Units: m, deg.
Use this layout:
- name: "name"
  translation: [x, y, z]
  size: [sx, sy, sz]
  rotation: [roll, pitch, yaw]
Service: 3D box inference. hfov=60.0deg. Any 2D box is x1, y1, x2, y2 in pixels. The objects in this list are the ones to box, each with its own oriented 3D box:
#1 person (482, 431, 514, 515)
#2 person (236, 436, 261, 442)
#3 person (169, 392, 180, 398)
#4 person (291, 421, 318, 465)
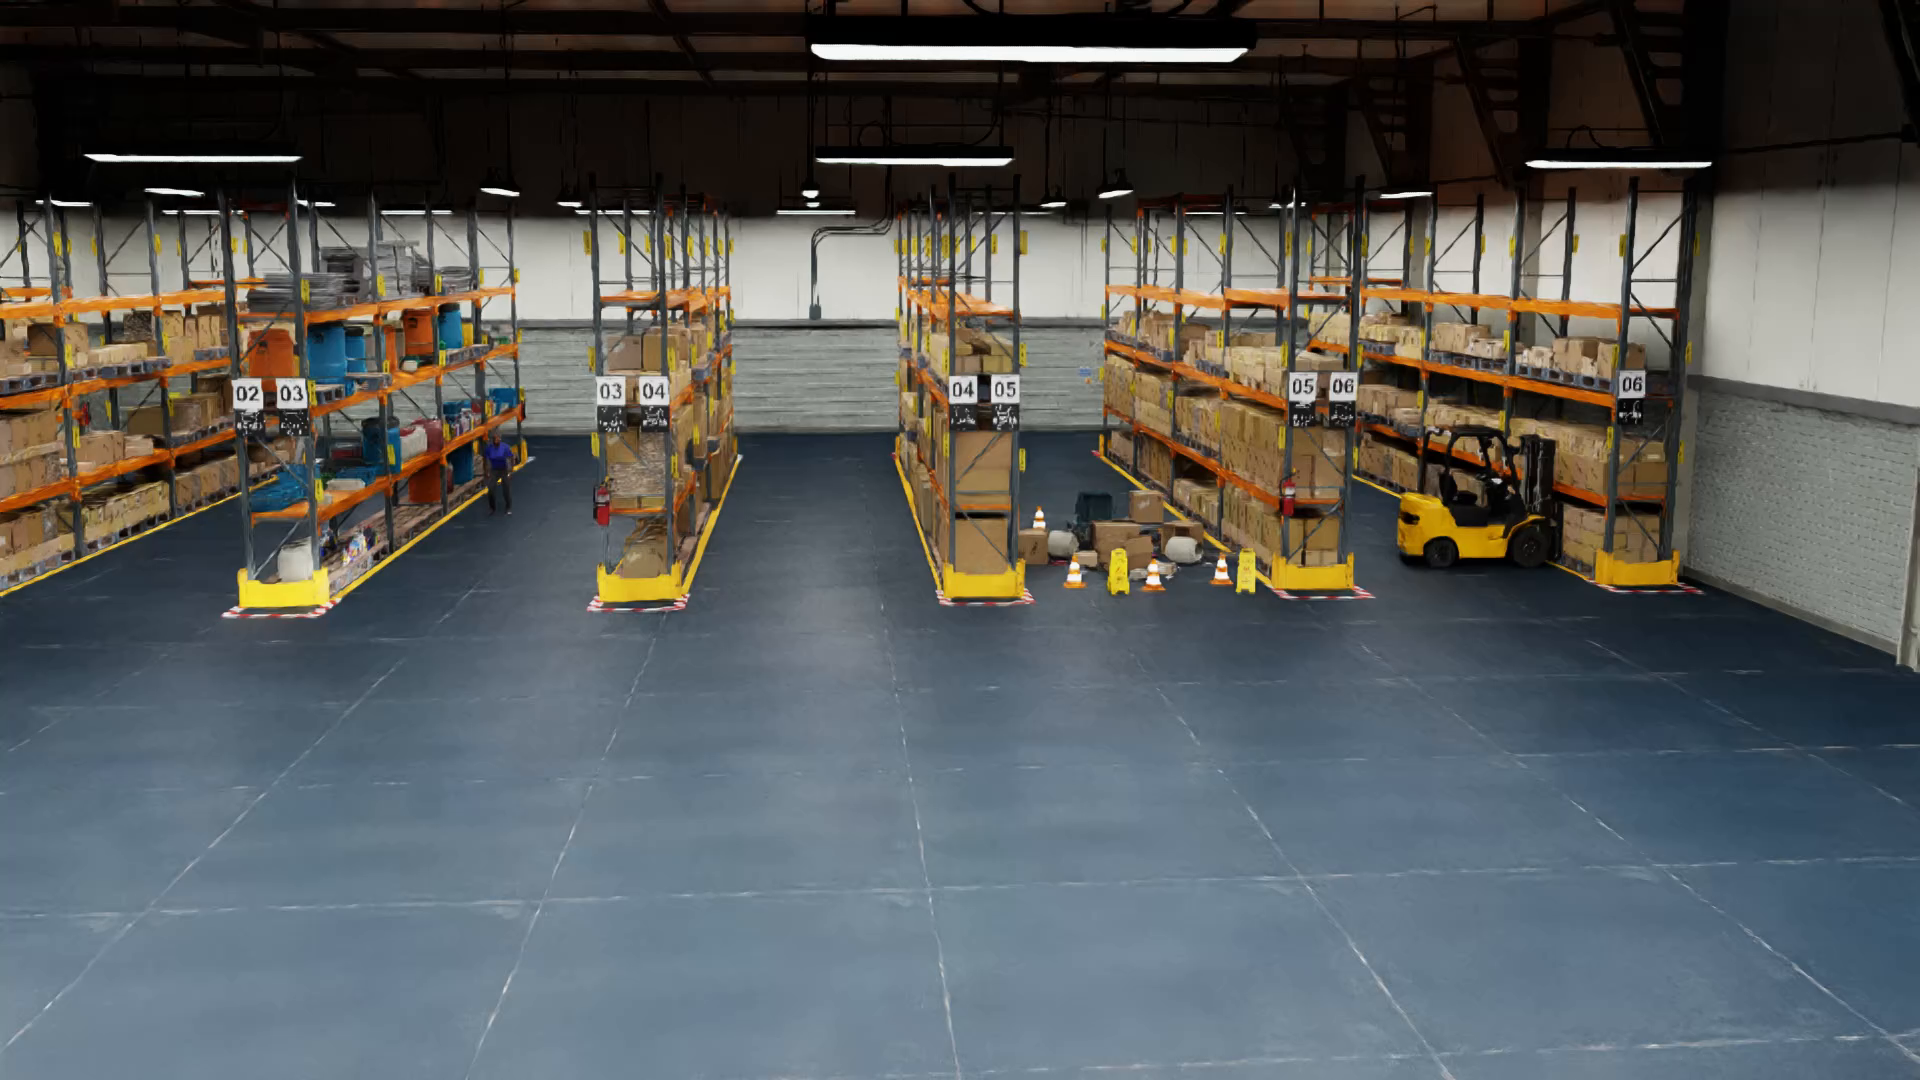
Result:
- name: "person"
  translation: [-8.672, -1.262, 31.280]
  size: [0.592, 1.604, 0.518]
  rotation: [-1, 10, -7]
- name: "person"
  translation: [-18.306, -3.305, 42.753]
  size: [0.588, 1.611, 0.917]
  rotation: [-6, 12, -31]
- name: "person"
  translation: [-17.579, -2.457, 37.411]
  size: [0.400, 1.769, 0.674]
  rotation: [-5, 11, -25]
- name: "person"
  translation: [-14.090, -2.062, 35.762]
  size: [0.580, 1.619, 0.507]
  rotation: [-2, 10, -9]
